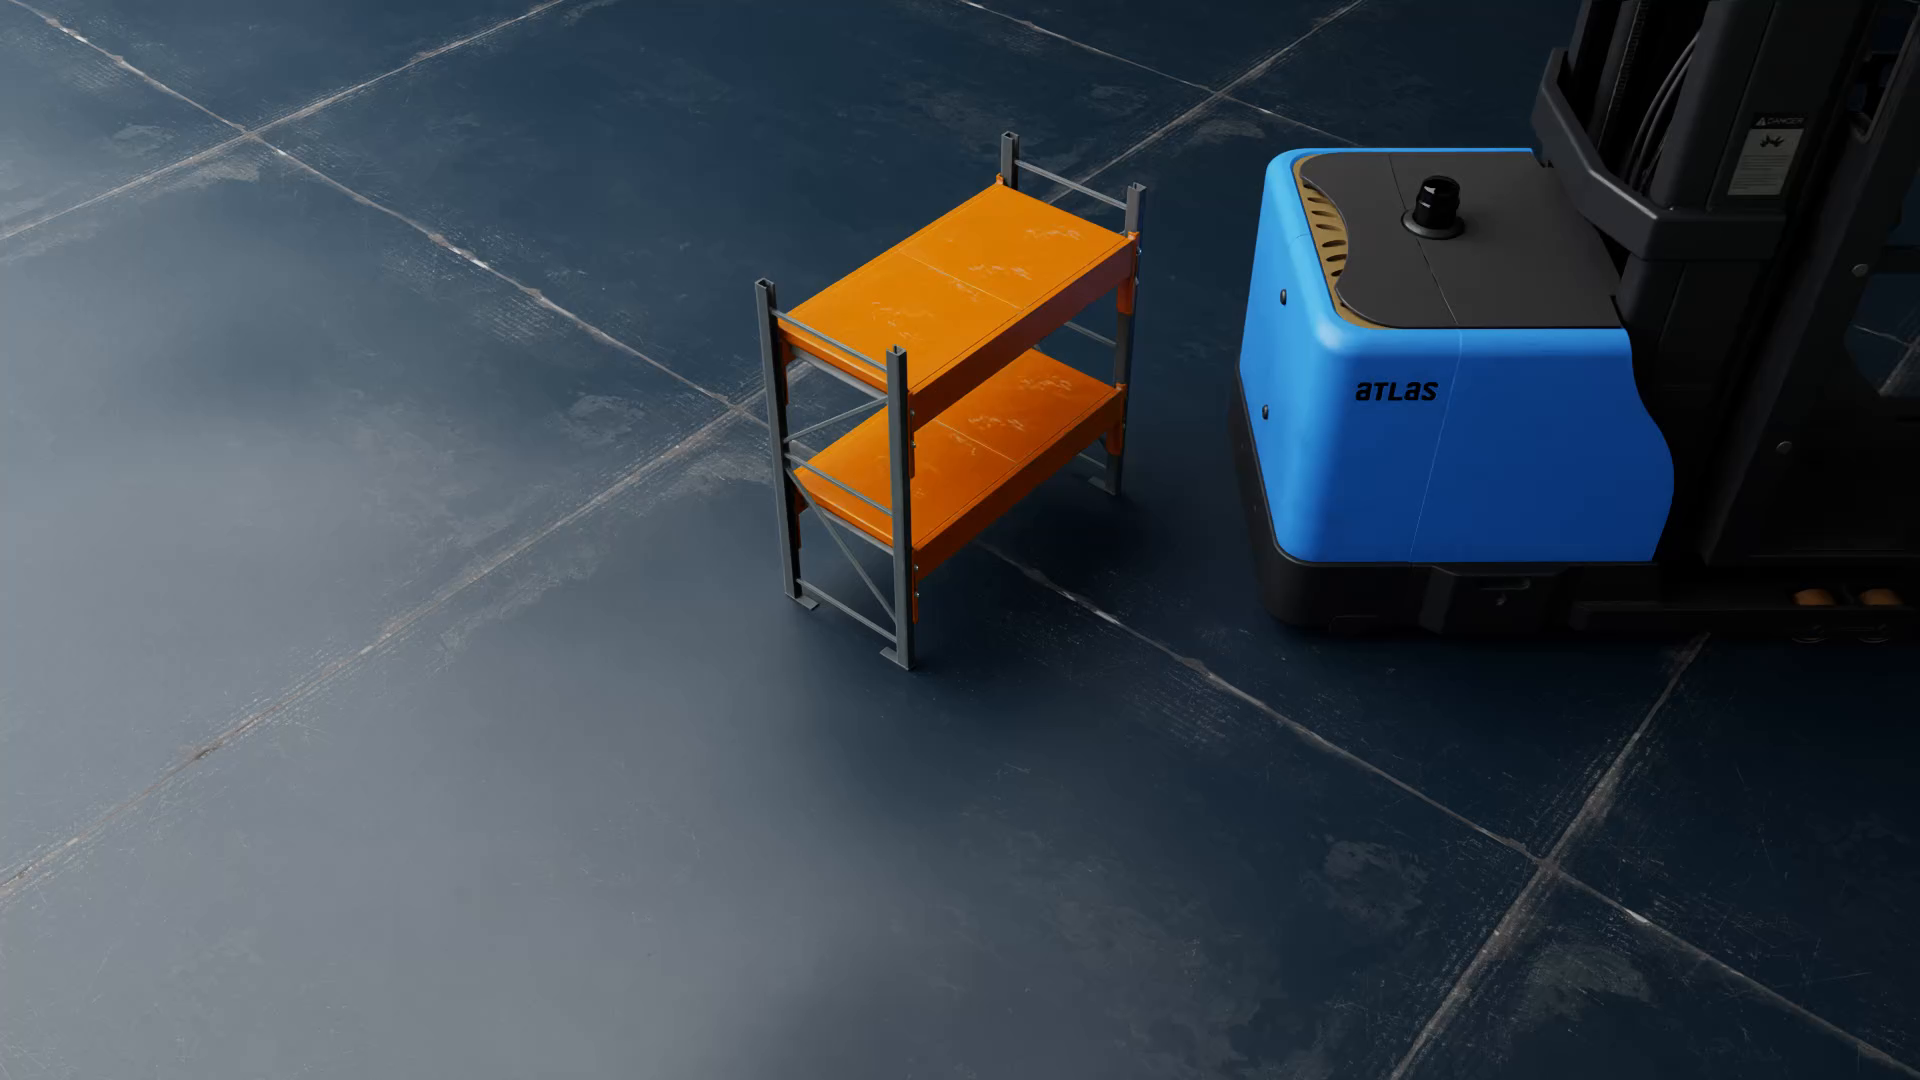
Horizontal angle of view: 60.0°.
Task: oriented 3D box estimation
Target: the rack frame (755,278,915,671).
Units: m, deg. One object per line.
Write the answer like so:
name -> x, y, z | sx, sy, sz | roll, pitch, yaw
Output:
rack frame -> -0.331, -0.151, 4.580 | 0.500, 1.125, 0.032 | 29, 50, 28

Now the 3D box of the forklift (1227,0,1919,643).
forklift -> 2.413, -1.139, 4.324 | 3.031, 2.935, 1.130 | 0, 42, 0

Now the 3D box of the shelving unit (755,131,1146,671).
shelving unit -> -0.004, -0.413, 4.868 | 0.538, 1.125, 1.048 | 29, 50, 28

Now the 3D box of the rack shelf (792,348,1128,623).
rack shelf -> -0.004, -0.232, 5.032 | 0.538, 0.278, 1.000 | 29, 50, 28

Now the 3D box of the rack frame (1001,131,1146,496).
rack frame -> 0.323, -0.674, 5.156 | 0.500, 1.125, 0.032 | 29, 50, 28

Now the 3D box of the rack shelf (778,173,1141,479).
rack shelf -> -0.004, -0.629, 4.671 | 0.538, 0.278, 1.000 | 29, 50, 28
